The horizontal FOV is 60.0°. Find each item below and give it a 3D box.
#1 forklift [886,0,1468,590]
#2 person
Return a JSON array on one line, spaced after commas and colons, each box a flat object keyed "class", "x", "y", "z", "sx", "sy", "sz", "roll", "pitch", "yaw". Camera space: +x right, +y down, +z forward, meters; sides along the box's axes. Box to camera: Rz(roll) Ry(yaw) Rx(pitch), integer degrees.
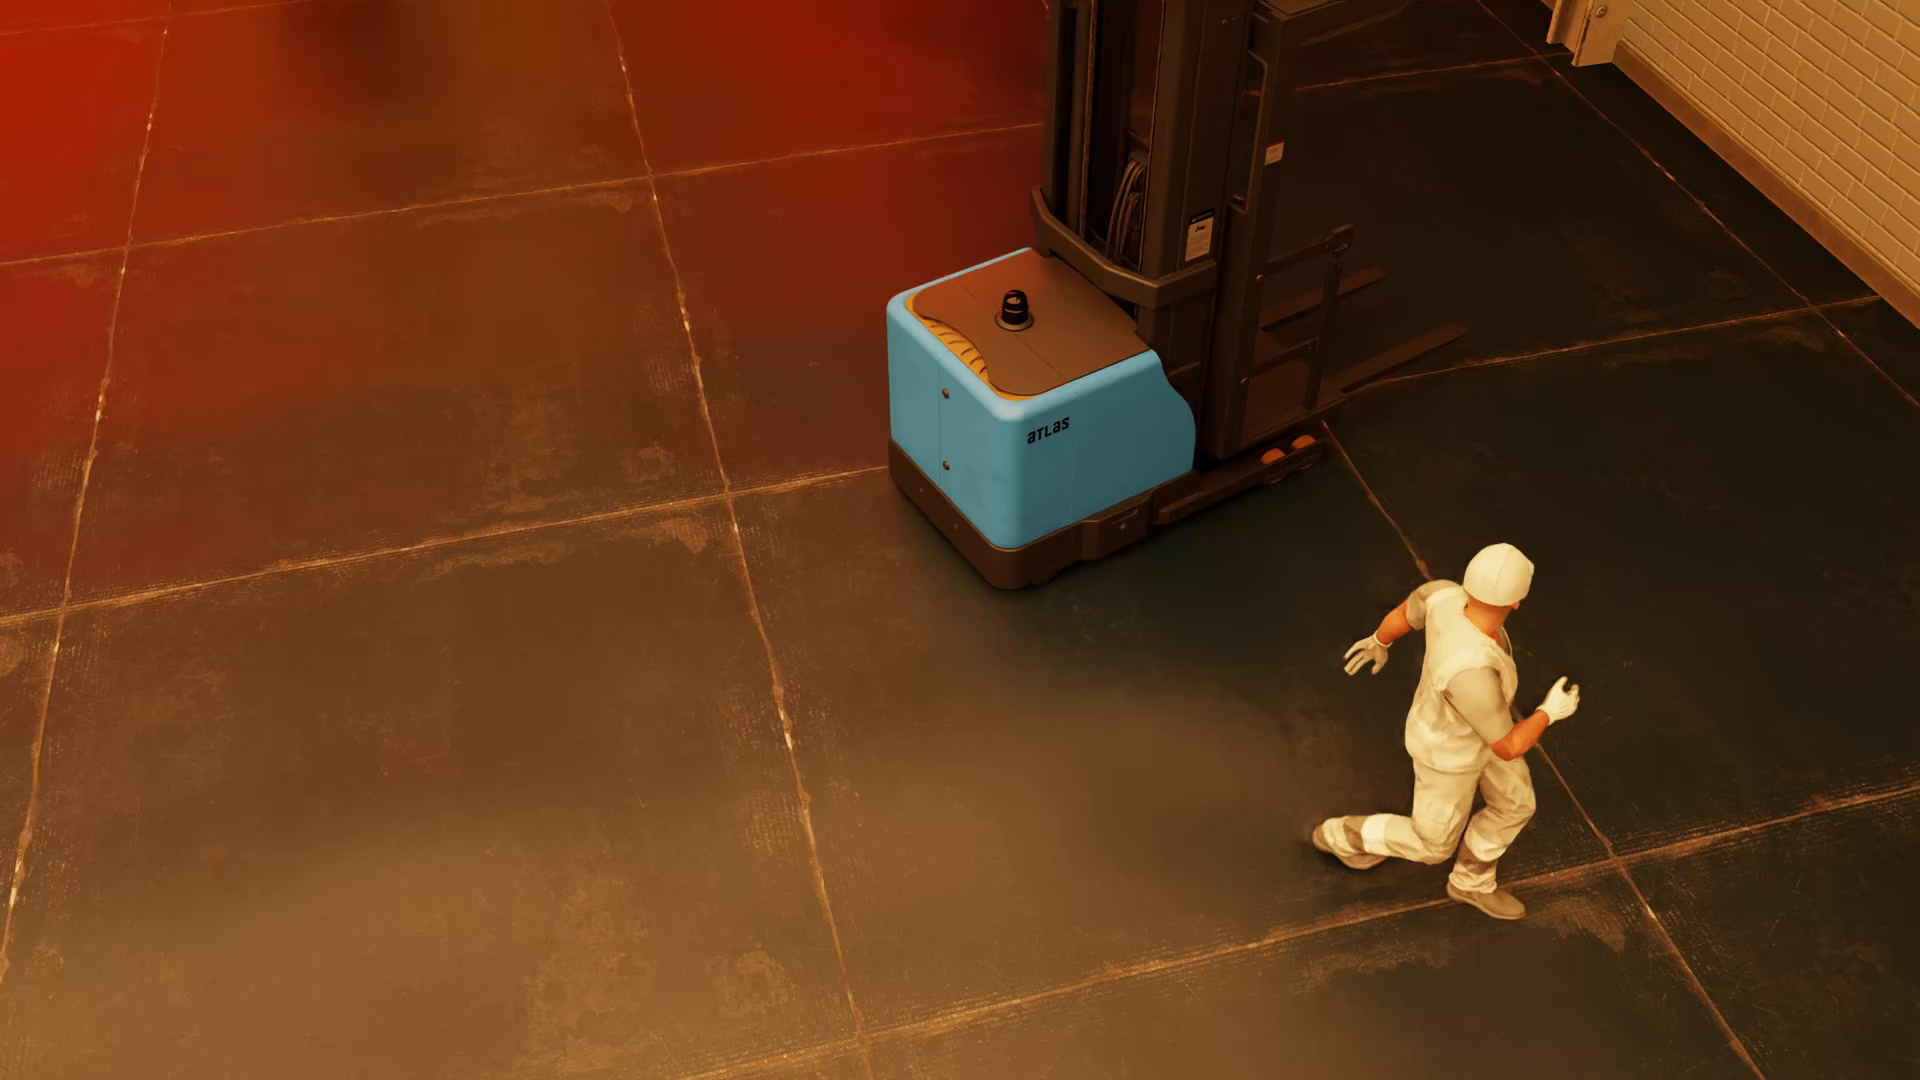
[{"class": "forklift", "x": 1.176, "y": -1.625, "z": 7.365, "sx": 3.031, "sy": 2.935, "sz": 1.130, "roll": -24, "pitch": 48, "yaw": -23}, {"class": "person", "x": 1.737, "y": 0.672, "z": 5.854, "sx": 0.895, "sy": 1.697, "sz": 0.583, "roll": 18, "pitch": 46, "yaw": 18}]
